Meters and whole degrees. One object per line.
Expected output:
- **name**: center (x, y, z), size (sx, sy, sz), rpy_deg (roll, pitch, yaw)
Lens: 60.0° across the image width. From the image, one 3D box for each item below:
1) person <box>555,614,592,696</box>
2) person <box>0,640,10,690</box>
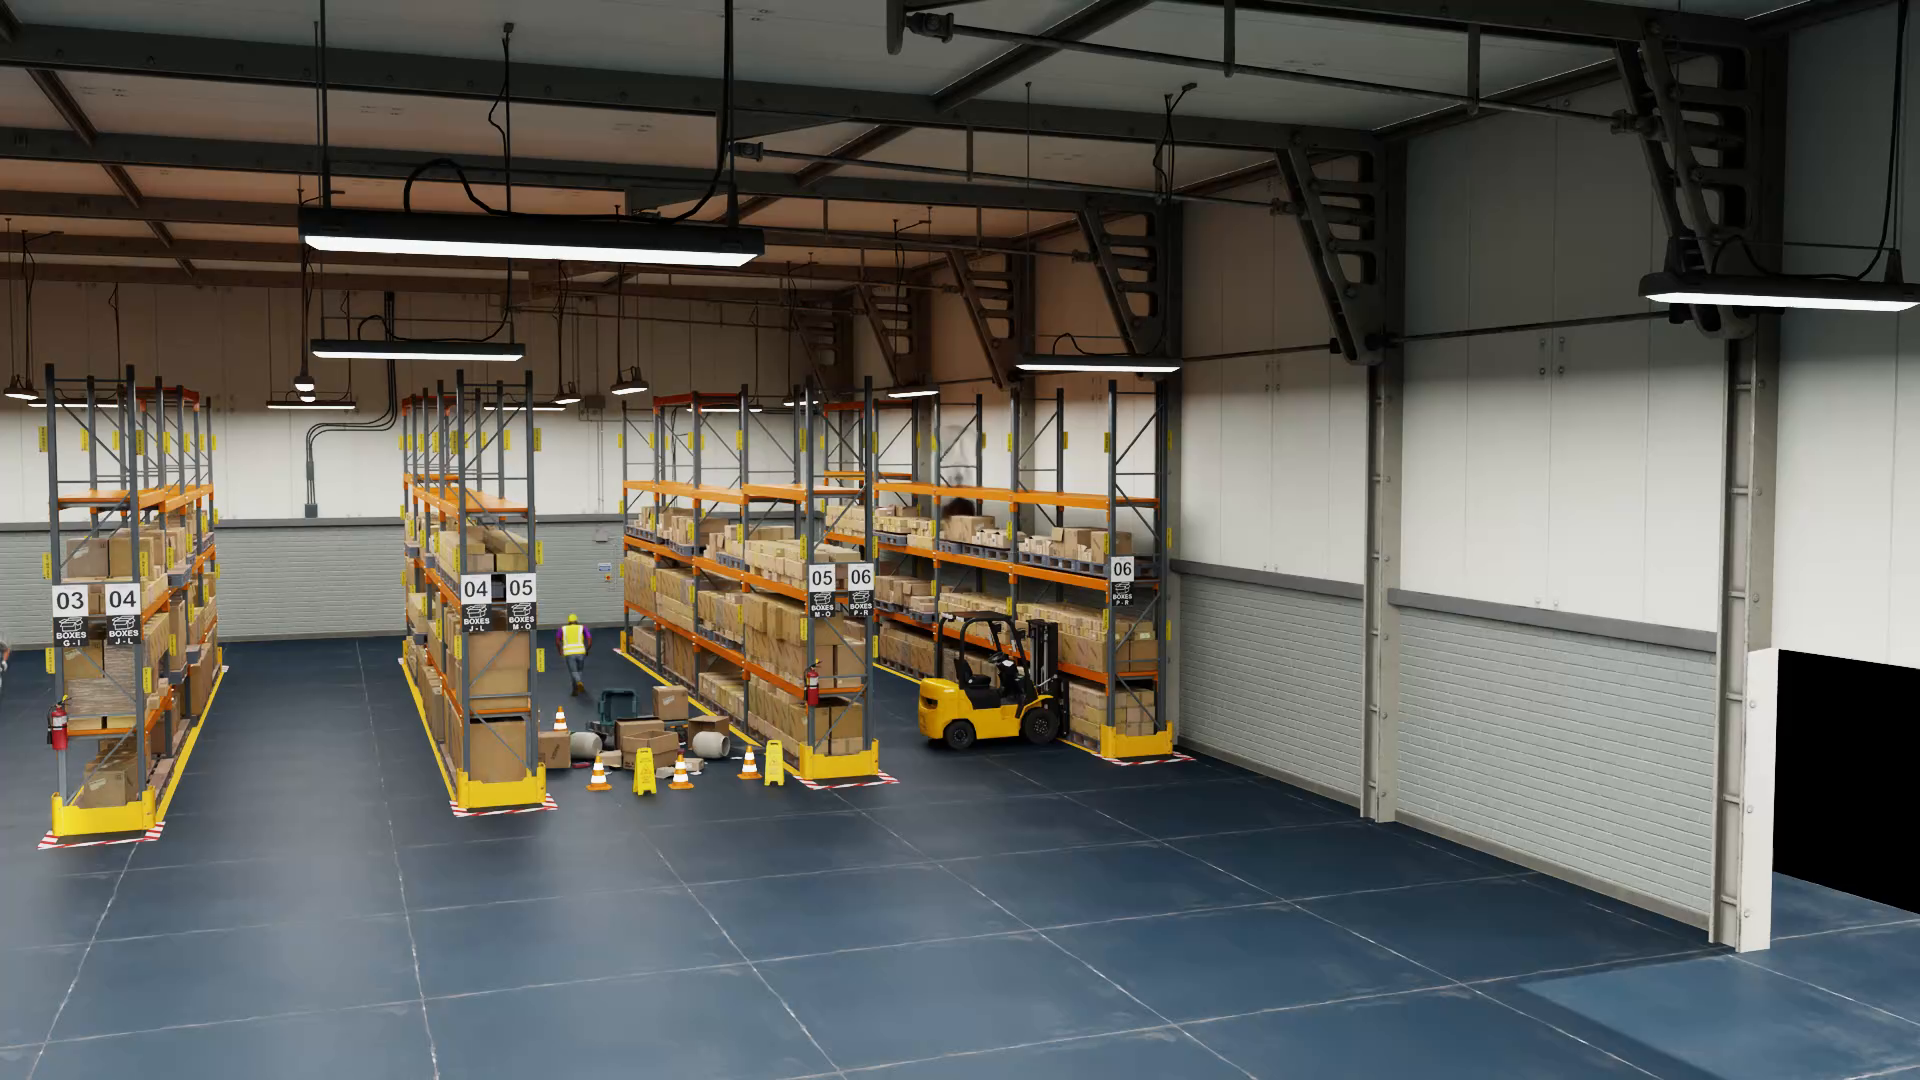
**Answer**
- **person**: center (-7.608, 2.300, 32.802), size (0.714, 1.609, 1.030), rpy_deg (-1, 4, -20)
- **person**: center (-17.383, 2.397, 29.775), size (0.665, 1.787, 0.866), rpy_deg (-2, 4, -30)
